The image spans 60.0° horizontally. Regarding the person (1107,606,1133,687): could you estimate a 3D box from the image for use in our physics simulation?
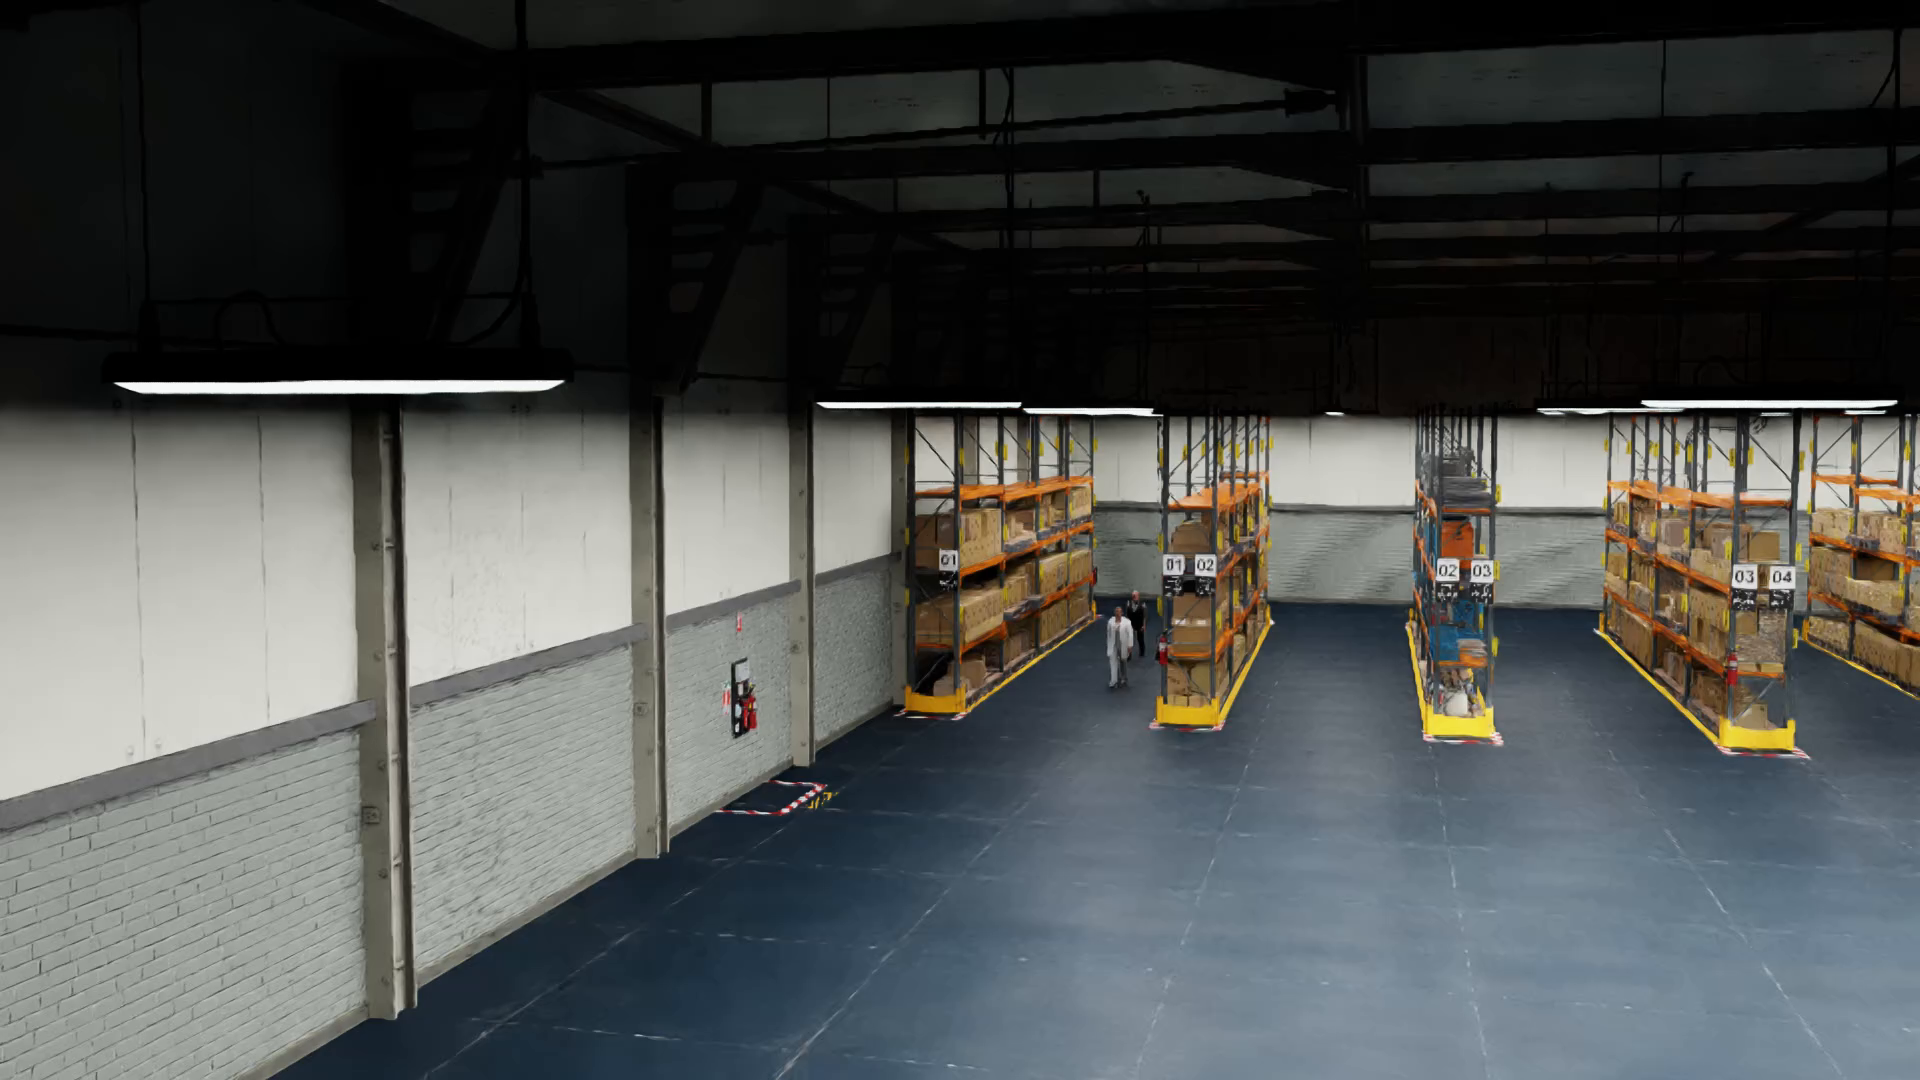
[{"bbox_3d":[3.419,2.265,35.605,0.600,1.725,1.111,1,4,13],"label":"person"}]

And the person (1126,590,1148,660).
[{"bbox_3d":[4.181,2.011,39.455,0.547,1.644,1.110,1,4,16],"label":"person"}]
